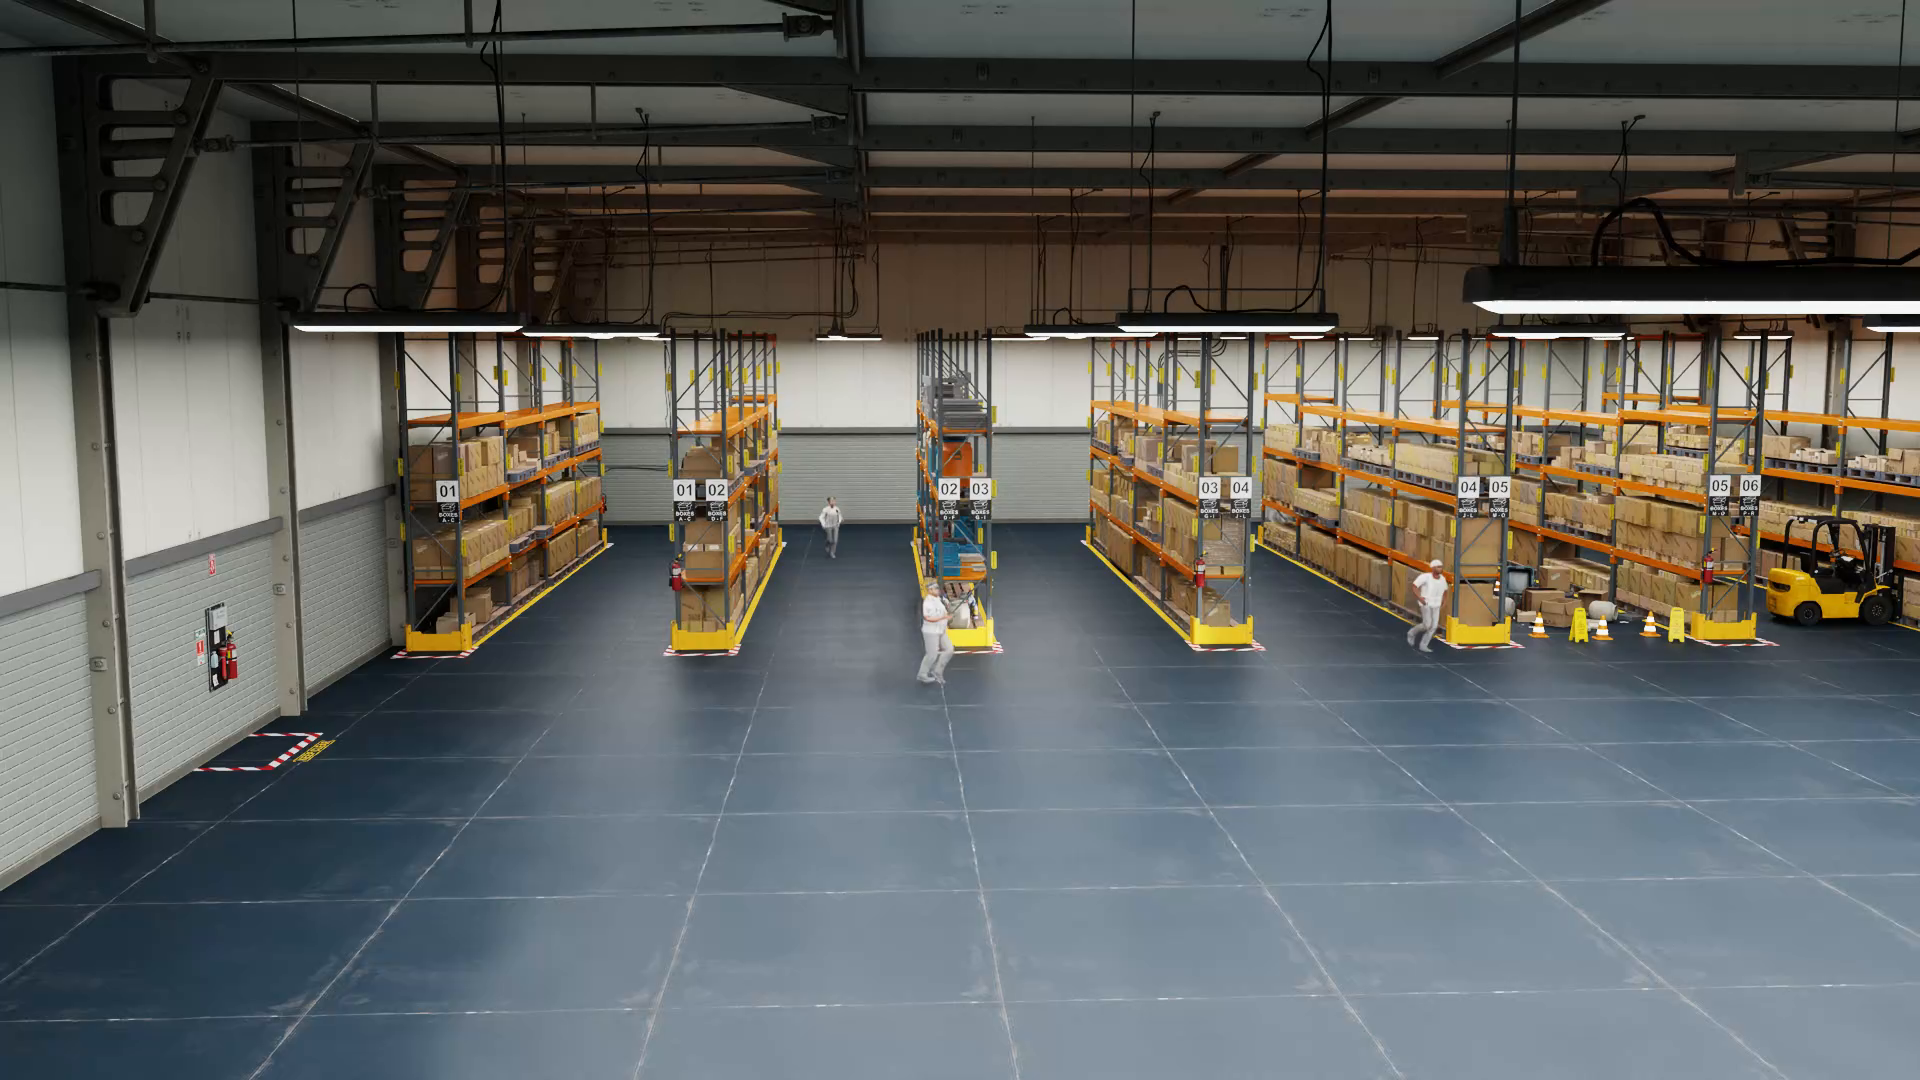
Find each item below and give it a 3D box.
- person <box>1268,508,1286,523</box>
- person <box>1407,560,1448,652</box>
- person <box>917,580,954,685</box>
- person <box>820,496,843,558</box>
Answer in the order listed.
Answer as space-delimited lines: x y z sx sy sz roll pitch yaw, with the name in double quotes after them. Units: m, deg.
9.444 -0.993 49.324 0.975 1.770 0.678 -2 7 -14 "person"
8.818 1.211 31.211 0.743 1.713 0.564 -3 7 -21 "person"
-0.387 1.569 27.964 0.696 1.827 0.641 3 7 26 "person"
-3.442 -0.351 44.684 0.618 1.653 0.550 -2 7 -18 "person"
